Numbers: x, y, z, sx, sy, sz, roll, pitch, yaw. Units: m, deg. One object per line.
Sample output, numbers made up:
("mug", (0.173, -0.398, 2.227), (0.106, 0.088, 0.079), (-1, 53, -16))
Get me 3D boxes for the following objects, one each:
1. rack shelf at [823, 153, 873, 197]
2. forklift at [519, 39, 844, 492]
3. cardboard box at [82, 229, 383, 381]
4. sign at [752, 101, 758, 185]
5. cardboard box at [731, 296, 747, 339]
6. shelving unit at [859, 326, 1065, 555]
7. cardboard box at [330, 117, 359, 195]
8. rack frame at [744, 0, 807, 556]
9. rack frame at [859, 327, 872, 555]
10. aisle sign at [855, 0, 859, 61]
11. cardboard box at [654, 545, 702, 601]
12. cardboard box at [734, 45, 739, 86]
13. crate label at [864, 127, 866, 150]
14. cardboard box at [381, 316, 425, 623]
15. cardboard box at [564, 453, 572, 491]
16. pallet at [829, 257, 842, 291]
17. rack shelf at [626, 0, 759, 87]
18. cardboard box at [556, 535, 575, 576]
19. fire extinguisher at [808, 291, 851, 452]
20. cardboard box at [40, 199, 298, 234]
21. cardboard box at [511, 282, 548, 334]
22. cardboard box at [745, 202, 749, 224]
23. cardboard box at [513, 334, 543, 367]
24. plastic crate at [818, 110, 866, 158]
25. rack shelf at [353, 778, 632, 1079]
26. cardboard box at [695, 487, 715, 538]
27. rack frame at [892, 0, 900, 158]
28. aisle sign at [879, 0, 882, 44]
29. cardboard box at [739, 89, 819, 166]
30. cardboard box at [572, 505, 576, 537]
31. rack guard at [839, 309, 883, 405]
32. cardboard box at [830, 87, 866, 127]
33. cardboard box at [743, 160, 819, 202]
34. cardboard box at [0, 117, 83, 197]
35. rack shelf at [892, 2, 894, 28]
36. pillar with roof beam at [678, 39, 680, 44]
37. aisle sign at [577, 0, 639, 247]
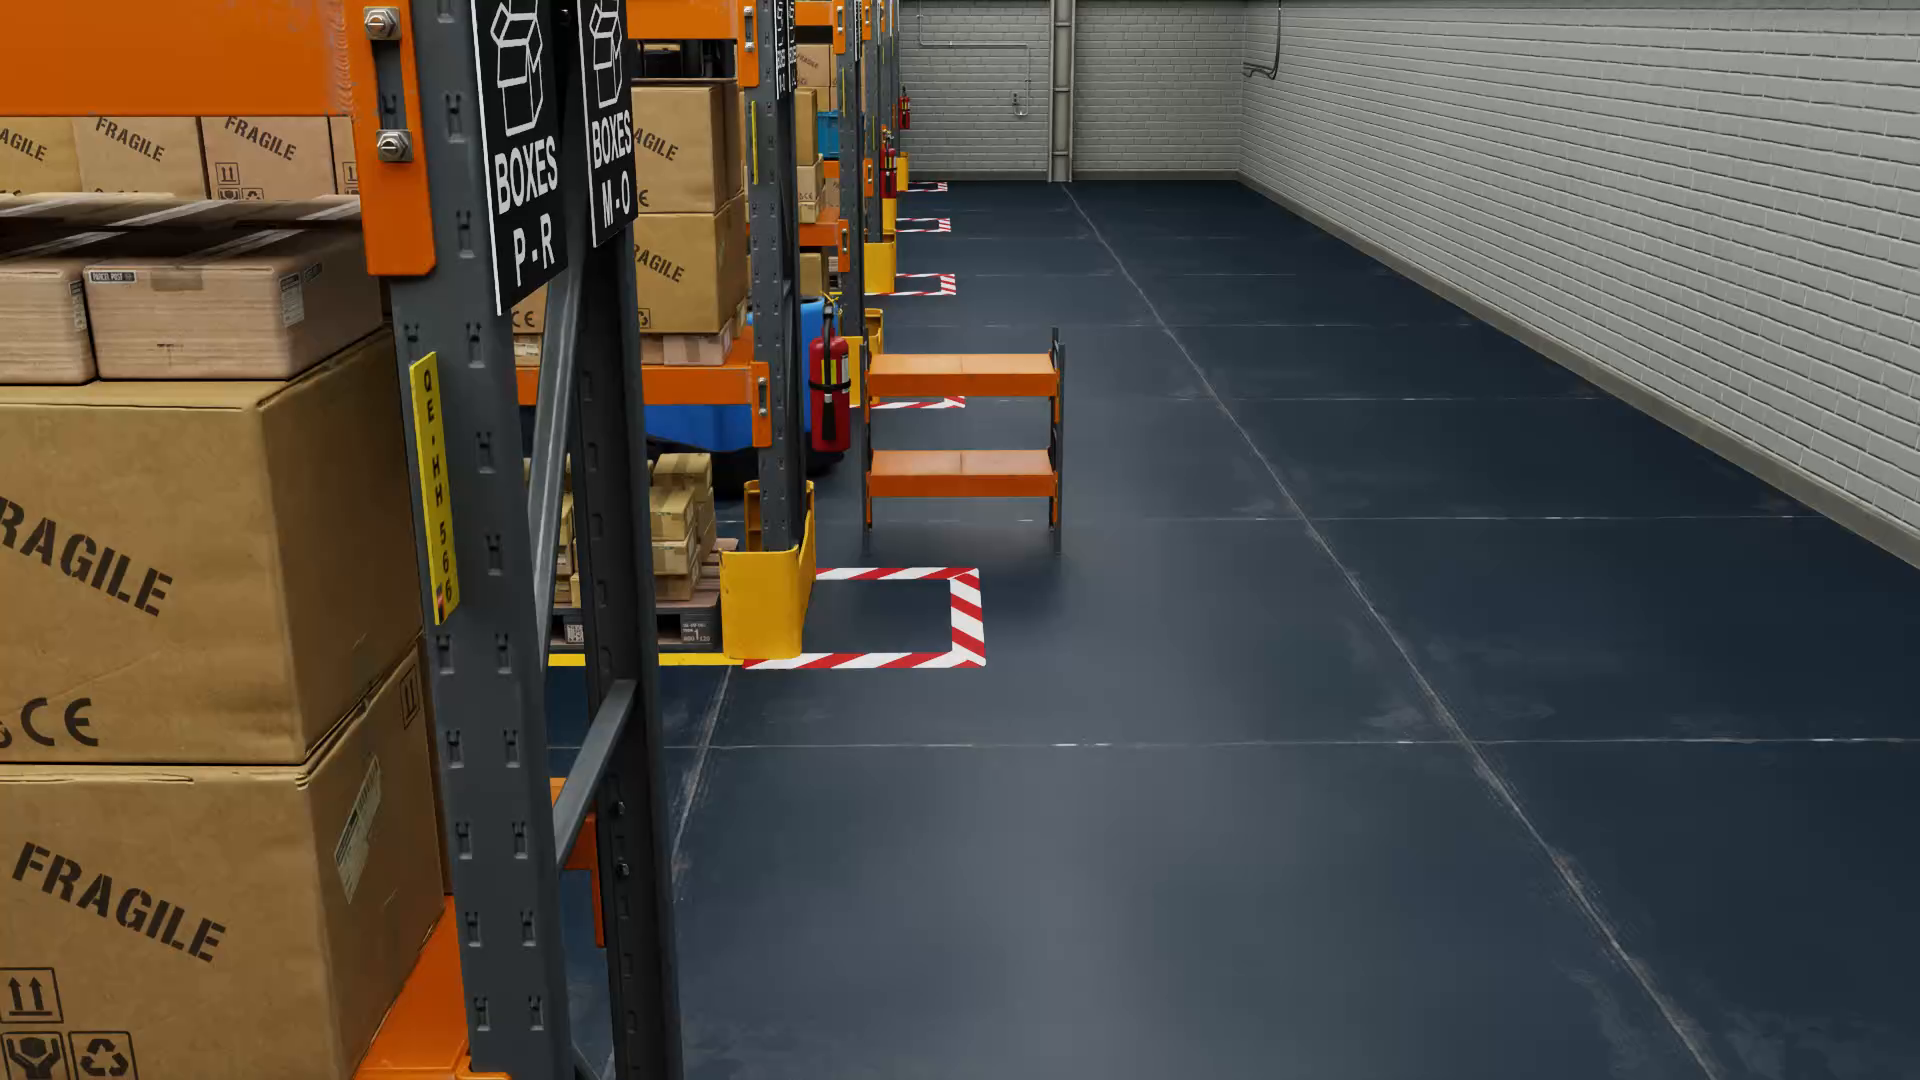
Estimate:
("rack shelf", (-2.874, -3.752, 17.010), (4.000, 0.370, 1.077), (0, 18, -1))
("forklift", (-2.168, -2.018, 10.540), (3.031, 2.935, 1.130), (15, 23, 38))
("cardboard box", (-0.995, -0.334, 2.316), (0.250, 0.149, 0.380), (0, 18, 0))
("sign", (-0.830, -1.608, 6.737), (0.005, 0.325, 0.100), (0, 18, -1))
("cardboard box", (-1.148, -1.055, 7.836), (0.250, 0.149, 0.380), (0, 18, -1))
("shelving unit", (0.007, -0.536, 8.876), (1.048, 1.125, 0.538), (0, 18, -1))
("cardboard box", (-2.299, -1.655, 7.010), (0.500, 0.500, 0.500), (1, 18, 2))
("rack frame", (-0.819, -1.076, 7.491), (0.127, 3.000, 1.000), (0, 18, -1))
("rack frame", (-0.502, -0.533, 8.868), (0.032, 1.125, 0.500), (0, 18, -1))
("aisle sign", (-0.720, -3.738, 11.533), (0.004, 0.787, 0.394), (0, 18, -1))
("cardboard box", (-1.342, 0.148, 7.656), (0.250, 0.149, 0.380), (0, 18, 0))
("cardboard box", (-2.927, -6.045, 21.182), (0.500, 0.500, 0.500), (0, 18, 1))
("crate label", (-1.126, -4.152, 17.256), (0.303, 0.233, 0.416), (0, 18, -1))
("cardboard box", (-1.124, -0.173, 2.875), (0.500, 0.500, 0.500), (-1, 18, -2))
("cardboard box", (-1.876, -0.303, 8.086), (0.250, 0.149, 0.380), (0, 18, -1))
("pallet", (-1.700, -2.784, 17.381), (1.213, 0.211, 1.003), (0, 18, -1))
("rack shelf", (-2.819, -2.152, 7.112), (4.000, 0.370, 1.077), (0, 18, -1))
("cardboard box", (-1.862, 0.033, 7.528), (0.250, 0.149, 0.380), (-1, 18, -3))
("fire extinguisher", (-0.560, -0.722, 7.124), (0.183, 0.674, 0.296), (0, 18, -1))
("cardboard box", (-1.260, -0.457, 2.699), (0.250, 0.149, 0.380), (0, 18, 0))
("cardboard box", (-1.779, -1.183, 7.175), (0.500, 0.500, 0.500), (-1, 18, -2))
("cardboard box", (-1.407, -2.368, 11.929), (0.250, 0.149, 0.380), (0, 18, 0))
("cardboard box", (-1.895, -0.864, 7.243), (0.250, 0.149, 0.380), (0, 18, 1))
("plastic crate", (-1.206, -4.091, 16.733), (0.499, 0.435, 0.616), (0, 18, -1))
("rack shelf", (-2.640, 0.788, 2.859), (4.000, 0.370, 1.077), (0, 18, -1))
("cardboard box", (-1.347, -0.136, 8.053), (0.250, 0.149, 0.380), (0, 18, 1))
("rack frame", (-1.031, -7.130, 26.363), (0.127, 3.000, 1.000), (0, 18, -1))
("aisle sign", (-0.807, -5.433, 16.817), (0.004, 0.787, 0.394), (0, 18, -1))
("cardboard box", (-1.279, -2.936, 11.820), (0.500, 0.500, 0.500), (0, 18, 0))
("cardboard box", (-1.596, -0.138, 7.573), (0.250, 0.149, 0.380), (0, 18, 0))
("rack guard", (-0.772, -1.401, 12.597), (0.348, 0.500, 1.175), (0, 18, -1))
("cardboard box", (-1.392, -5.579, 21.365), (0.500, 0.500, 0.500), (0, 18, 1))
("cardboard box", (-1.277, -2.578, 11.932), (0.500, 0.250, 0.500), (-1, 18, -2))
("cardboard box", (-3.845, -1.657, 7.014), (0.500, 0.500, 0.500), (-1, 18, -3))
("rack shelf", (-3.031, -8.206, 25.984), (4.000, 0.370, 1.077), (0, 18, -1))
("pillar with roof beam", (-4.276, -8.920, 22.122), (0.400, 9.000, 9.100), (0, 18, -1))
("aisle sign", (-0.572, -0.891, 2.660), (0.004, 0.787, 0.394), (0, 18, -1))
